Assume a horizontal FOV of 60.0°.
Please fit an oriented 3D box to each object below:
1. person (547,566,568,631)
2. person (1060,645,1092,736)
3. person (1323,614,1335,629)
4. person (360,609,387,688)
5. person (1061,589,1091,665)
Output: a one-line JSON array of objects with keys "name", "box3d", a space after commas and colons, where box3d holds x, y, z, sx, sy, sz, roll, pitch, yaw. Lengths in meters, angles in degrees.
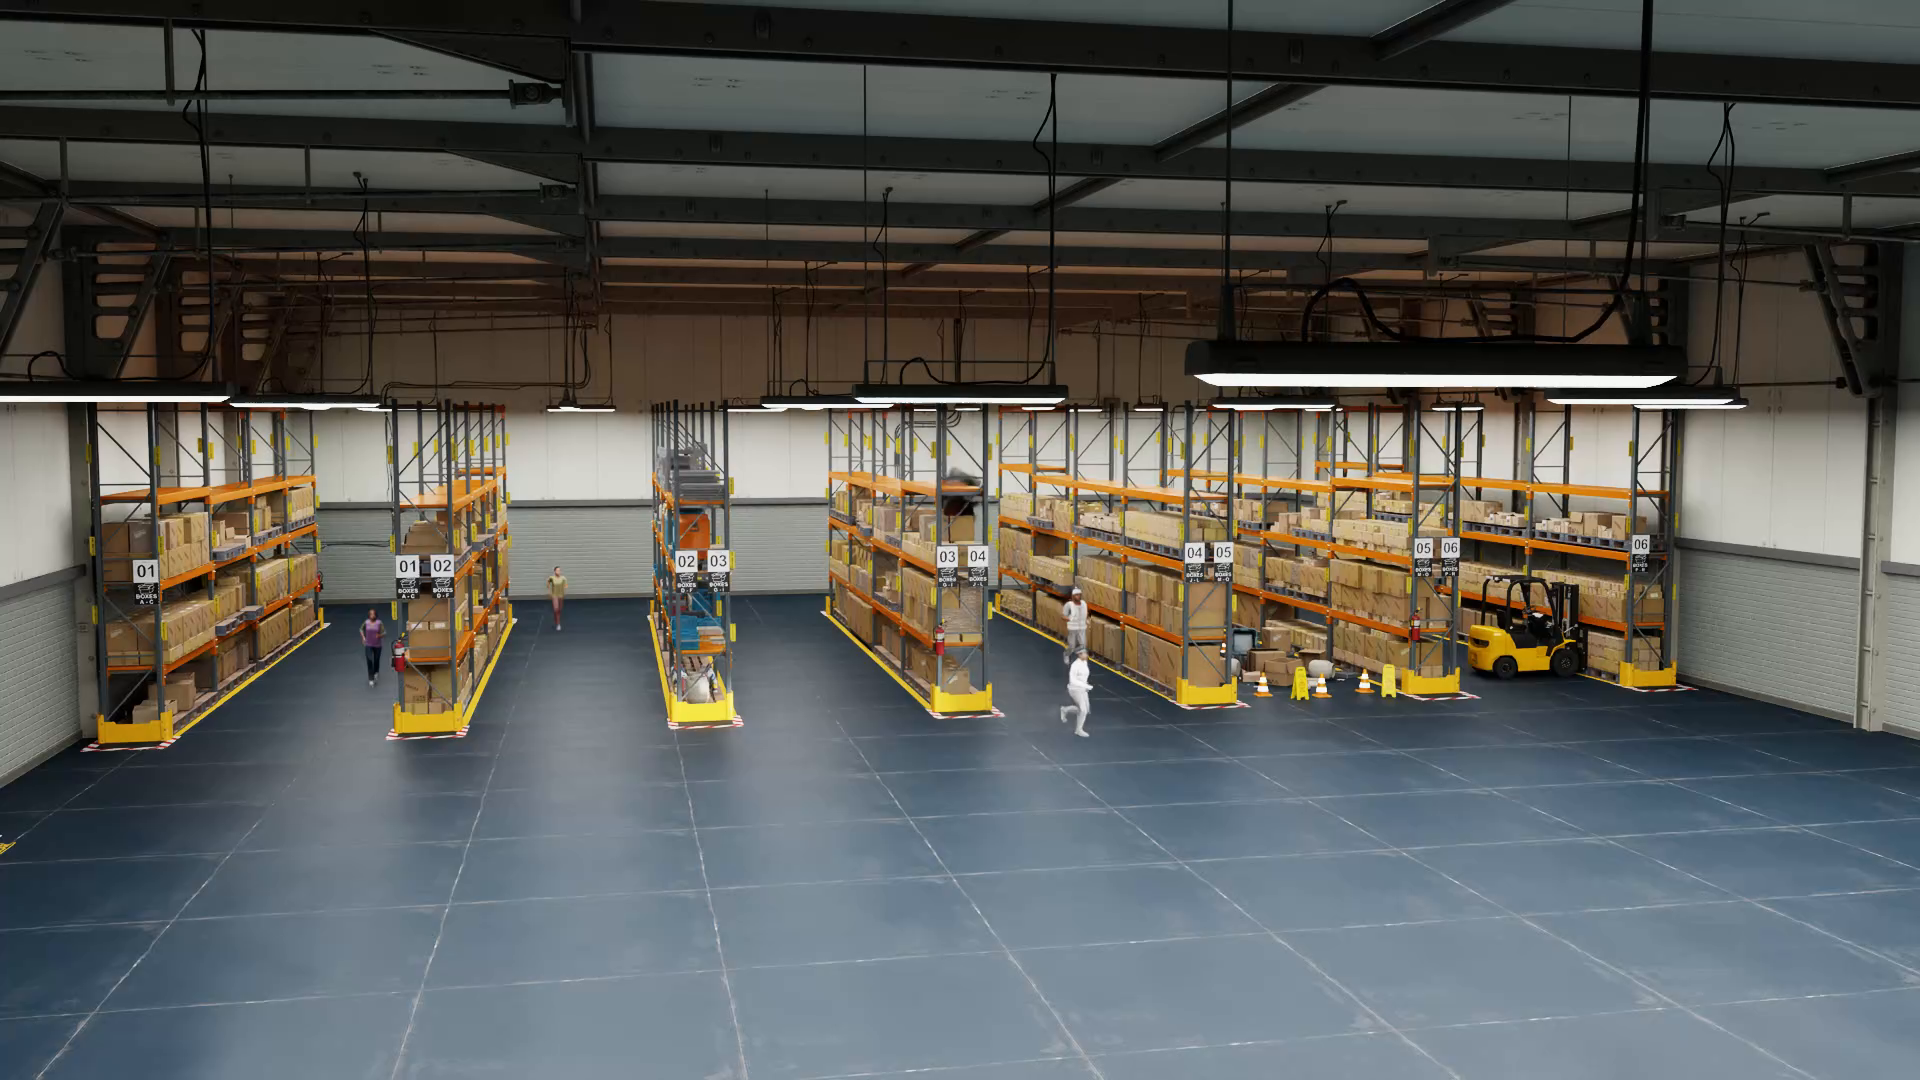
[{"name": "person", "box3d": [-10.766, 1.537, 44.534, 0.523, 1.694, 0.921, -2, 5, -26]}, {"name": "person", "box3d": [2.087, 2.687, 29.685, 0.654, 1.652, 0.626, 2, 5, 27]}, {"name": "person", "box3d": [9.473, 1.705, 42.462, 0.578, 1.686, 0.792, -1, 4, -14]}, {"name": "person", "box3d": [-12.409, 2.261, 35.182, 0.539, 1.613, 0.871, -1, 5, -19]}, {"name": "person", "box3d": [2.492, 1.920, 35.770, 0.699, 1.759, 0.847, -1, 5, -19]}]
